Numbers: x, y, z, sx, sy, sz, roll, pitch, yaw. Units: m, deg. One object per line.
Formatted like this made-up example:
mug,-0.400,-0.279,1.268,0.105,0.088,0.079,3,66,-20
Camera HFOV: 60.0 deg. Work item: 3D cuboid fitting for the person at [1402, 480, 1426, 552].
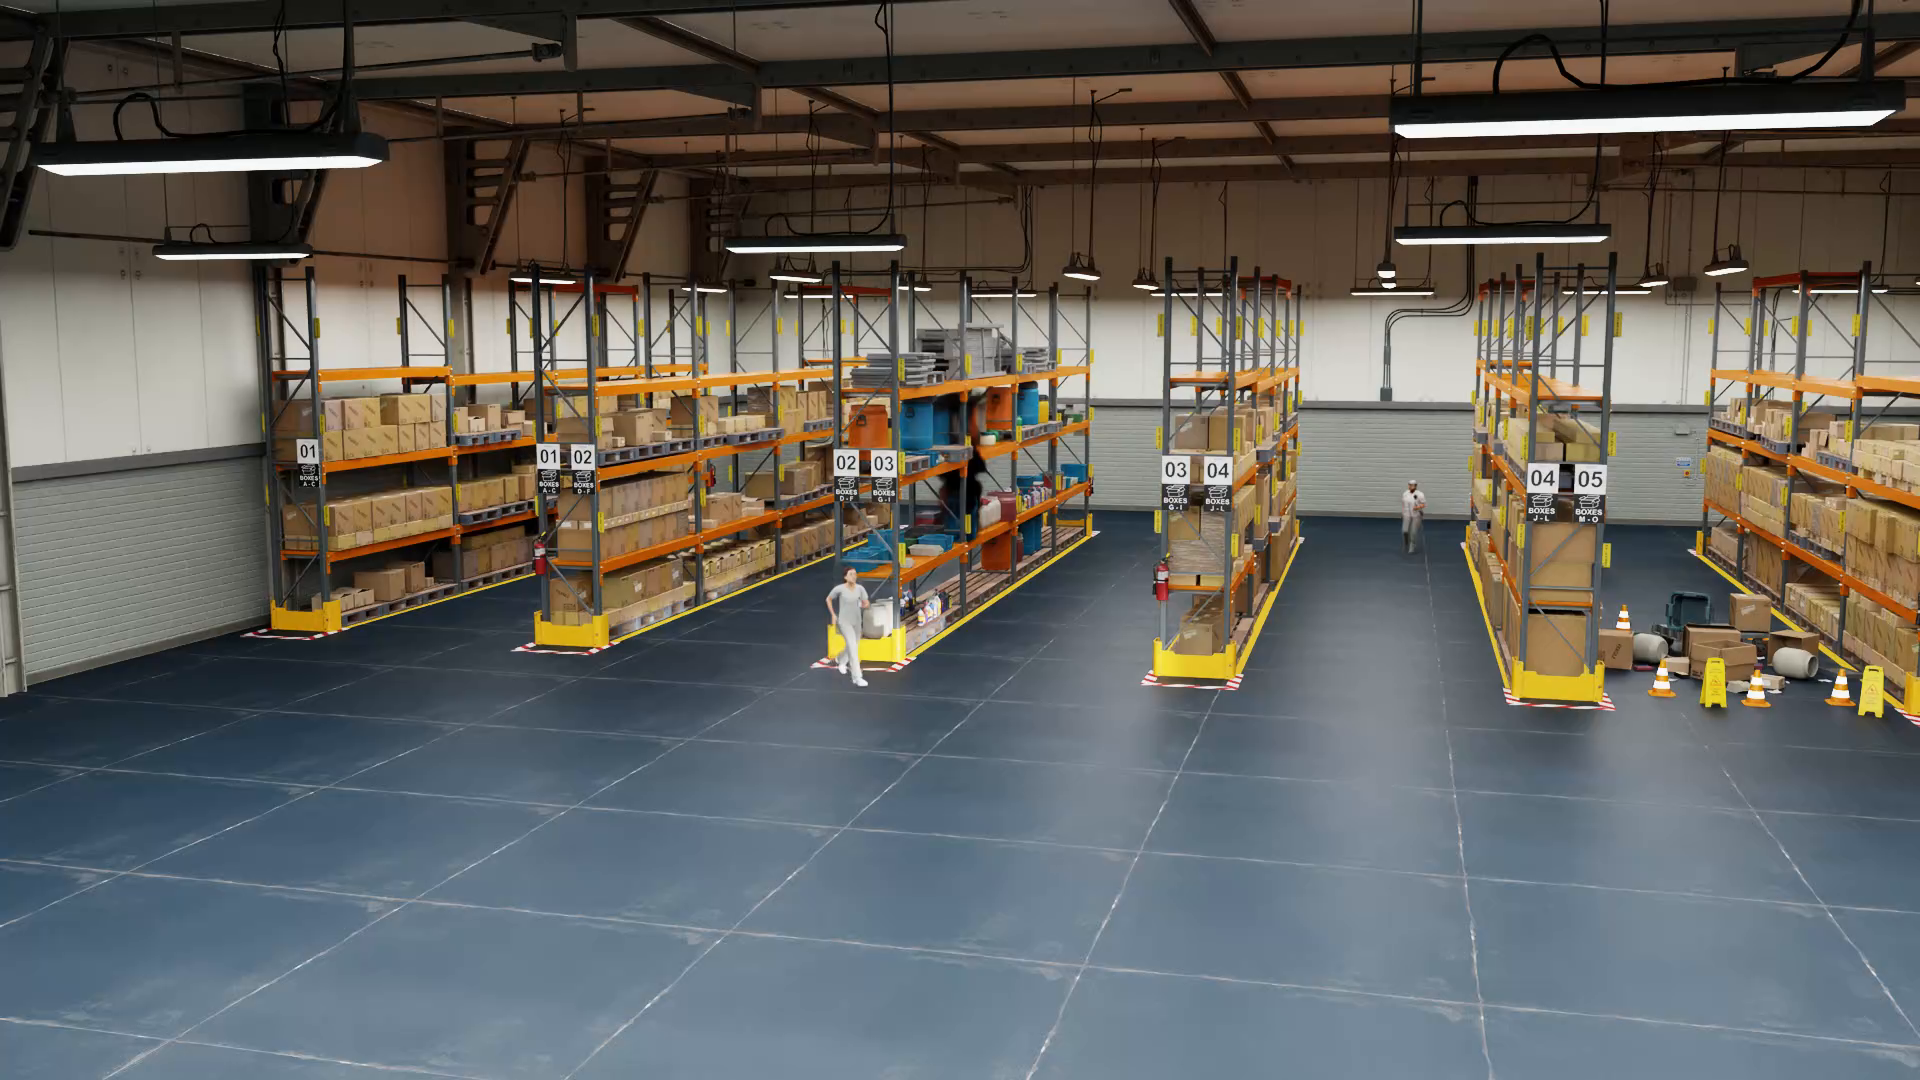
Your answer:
person,10.107,-0.526,37.193,0.587,1.633,0.583,4,8,31

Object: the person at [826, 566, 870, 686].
person,-1.566,1.180,23.489,0.565,1.652,0.945,-4,8,-31

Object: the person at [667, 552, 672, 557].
person,-6.143,-0.150,33.970,0.661,1.731,0.585,3,8,19
